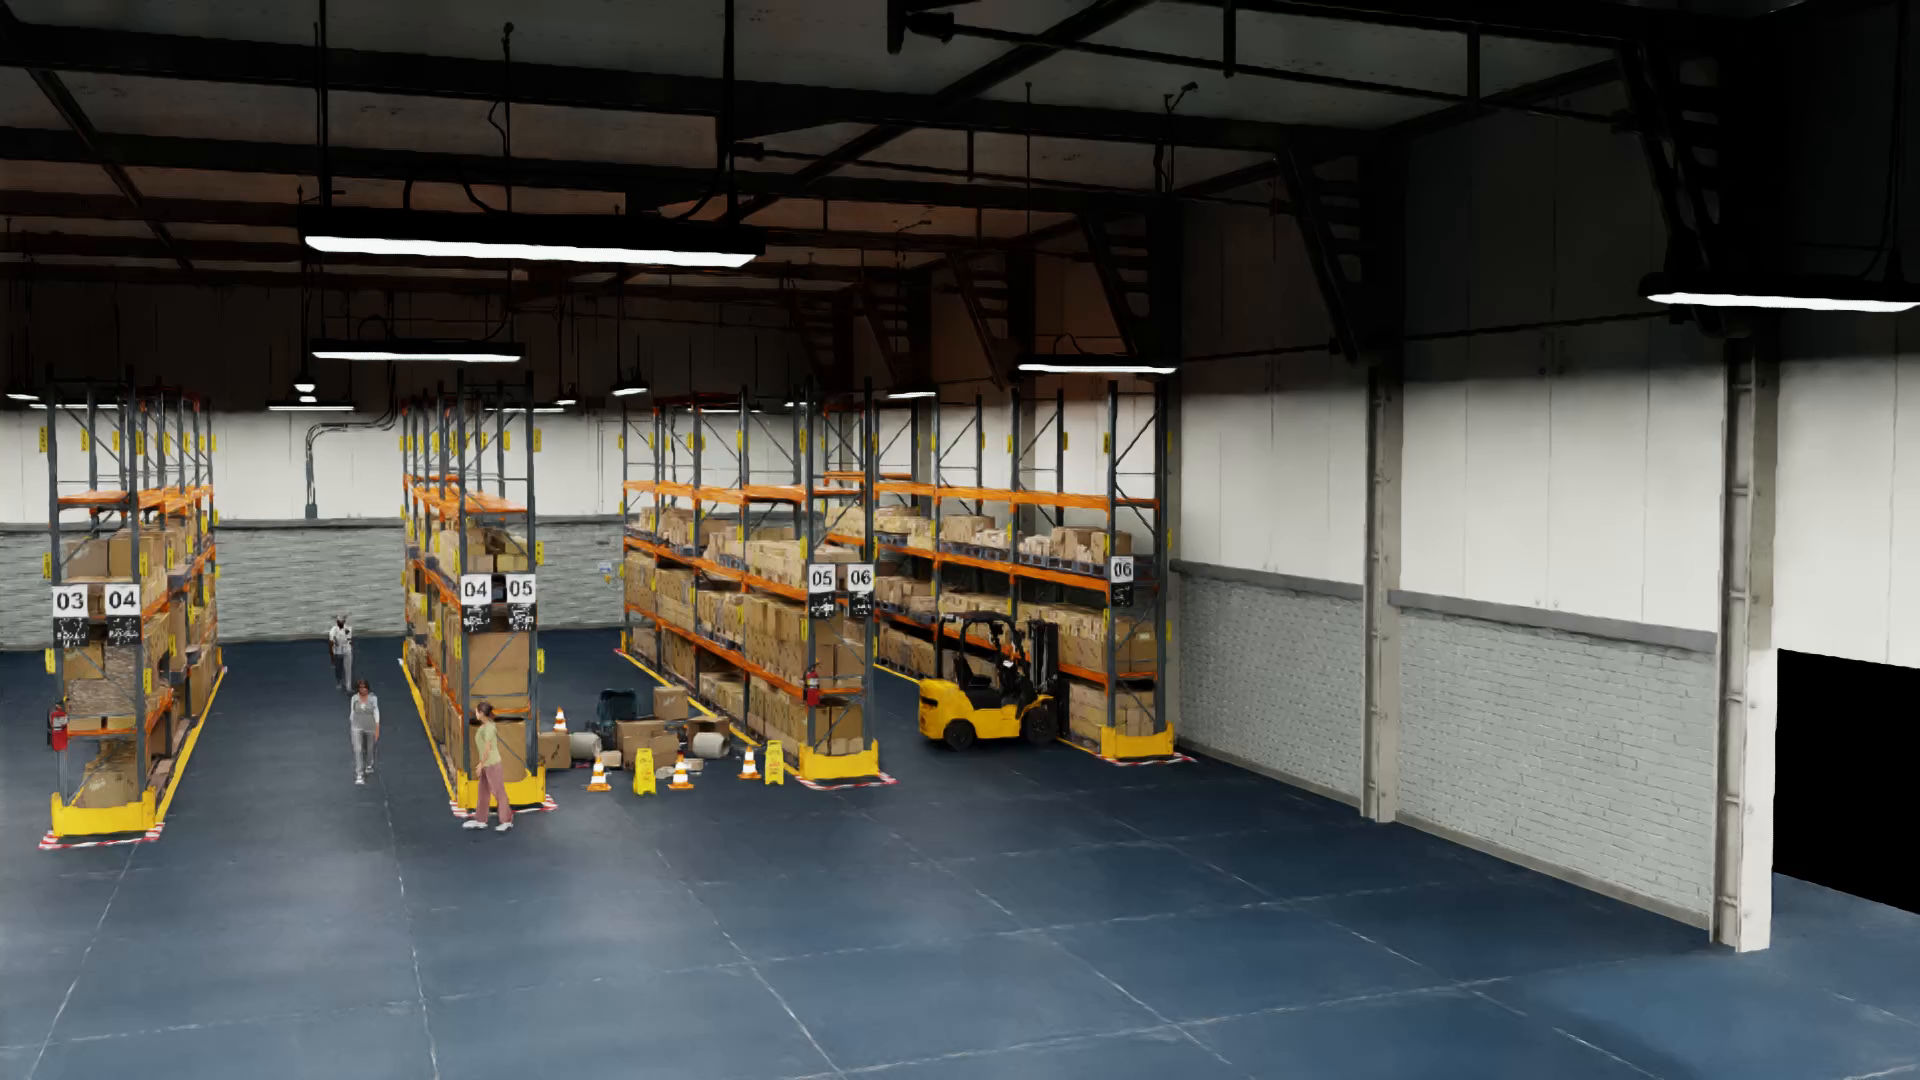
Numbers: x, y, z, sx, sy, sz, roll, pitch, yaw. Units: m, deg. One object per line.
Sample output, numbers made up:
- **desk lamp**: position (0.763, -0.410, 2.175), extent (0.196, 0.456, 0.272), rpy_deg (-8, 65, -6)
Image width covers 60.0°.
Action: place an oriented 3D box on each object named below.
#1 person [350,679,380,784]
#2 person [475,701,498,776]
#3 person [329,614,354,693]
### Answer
- **person**: position (-8.801, 2.793, 24.611), extent (0.416, 1.525, 1.034), rpy_deg (-1, 4, -22)
- **person**: position (-6.120, 2.553, 21.463), extent (0.323, 0.969, 0.510), rpy_deg (-1, 4, -23)
- **person**: position (-12.377, 2.247, 33.278), extent (0.452, 1.587, 1.088), rpy_deg (-1, 4, -19)
